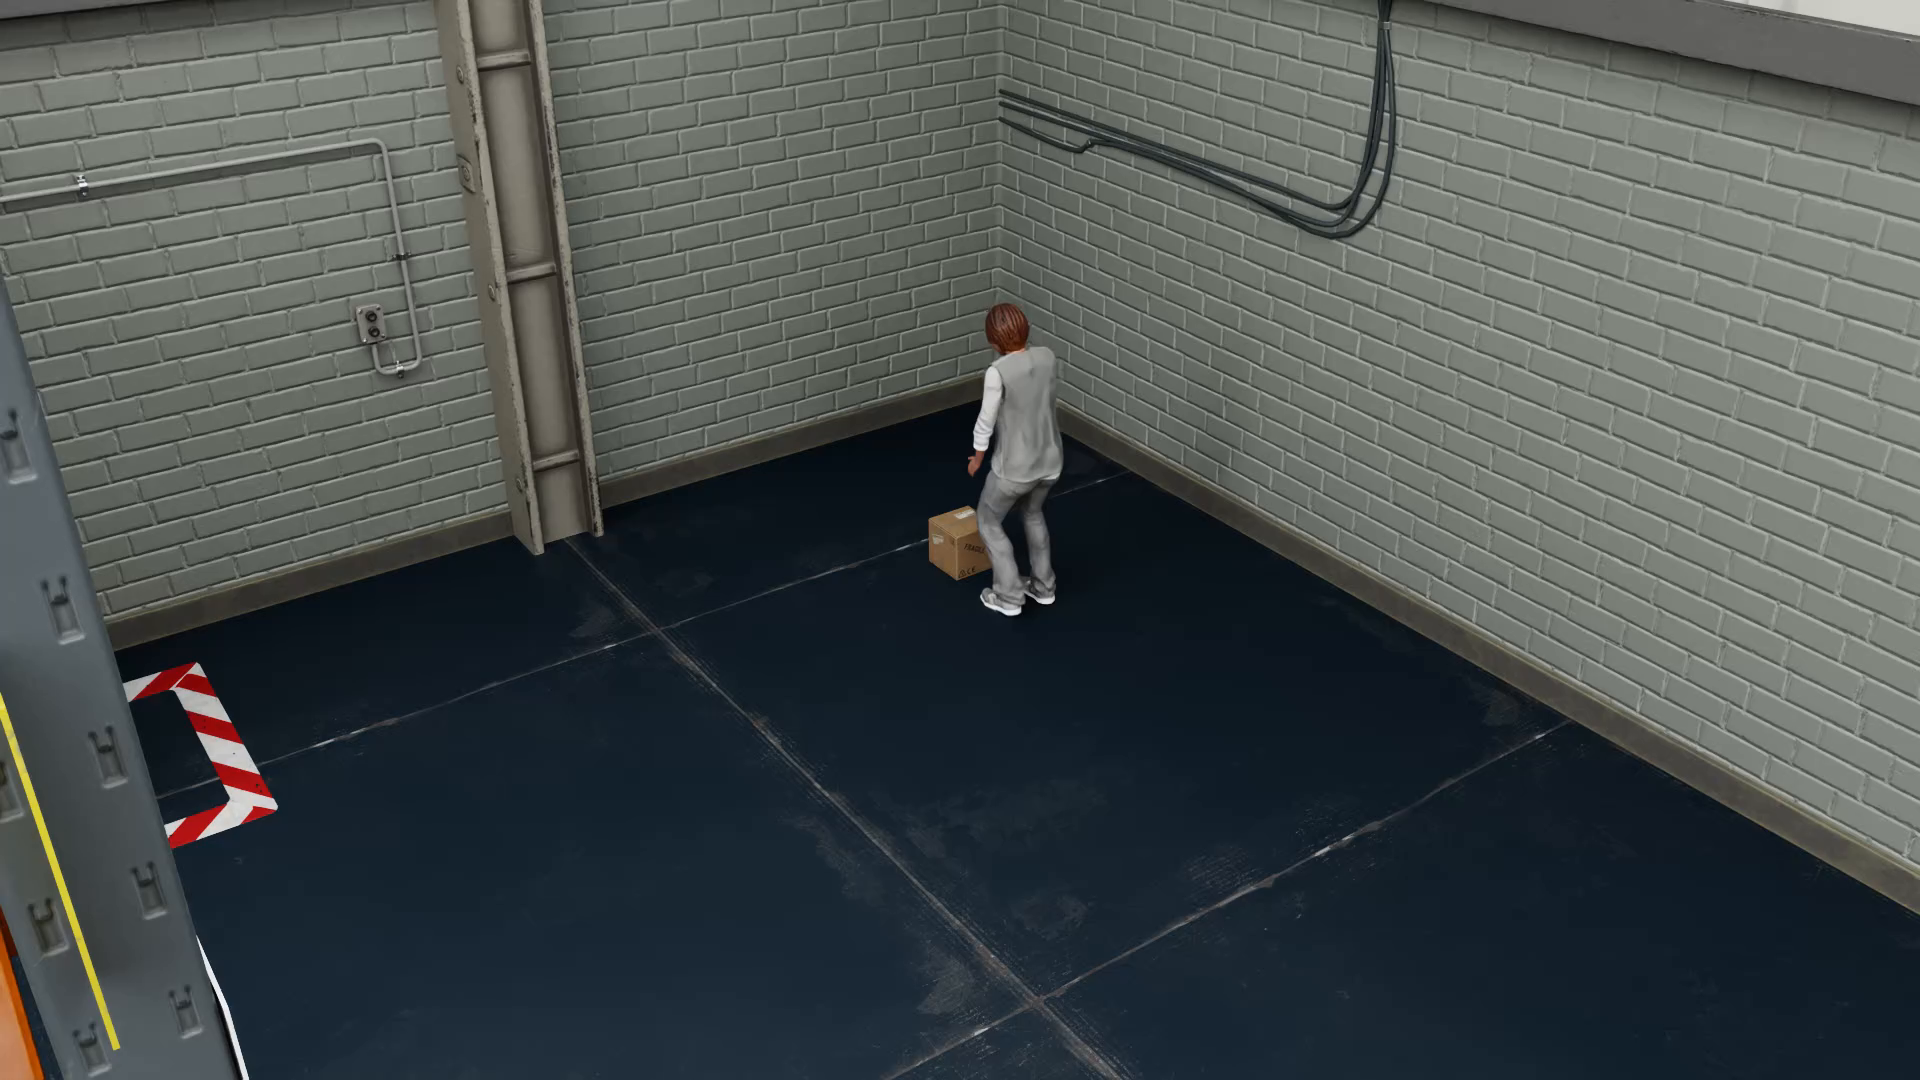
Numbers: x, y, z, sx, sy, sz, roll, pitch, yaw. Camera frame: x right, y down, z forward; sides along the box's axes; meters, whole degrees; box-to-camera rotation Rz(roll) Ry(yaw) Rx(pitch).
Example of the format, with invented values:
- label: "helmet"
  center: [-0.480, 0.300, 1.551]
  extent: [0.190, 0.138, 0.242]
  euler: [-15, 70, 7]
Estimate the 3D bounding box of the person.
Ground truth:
- label: "person"
  center: [0.264, -0.355, 7.847]
  extent: [0.433, 1.538, 0.417]
  euler: [-18, 34, -29]
